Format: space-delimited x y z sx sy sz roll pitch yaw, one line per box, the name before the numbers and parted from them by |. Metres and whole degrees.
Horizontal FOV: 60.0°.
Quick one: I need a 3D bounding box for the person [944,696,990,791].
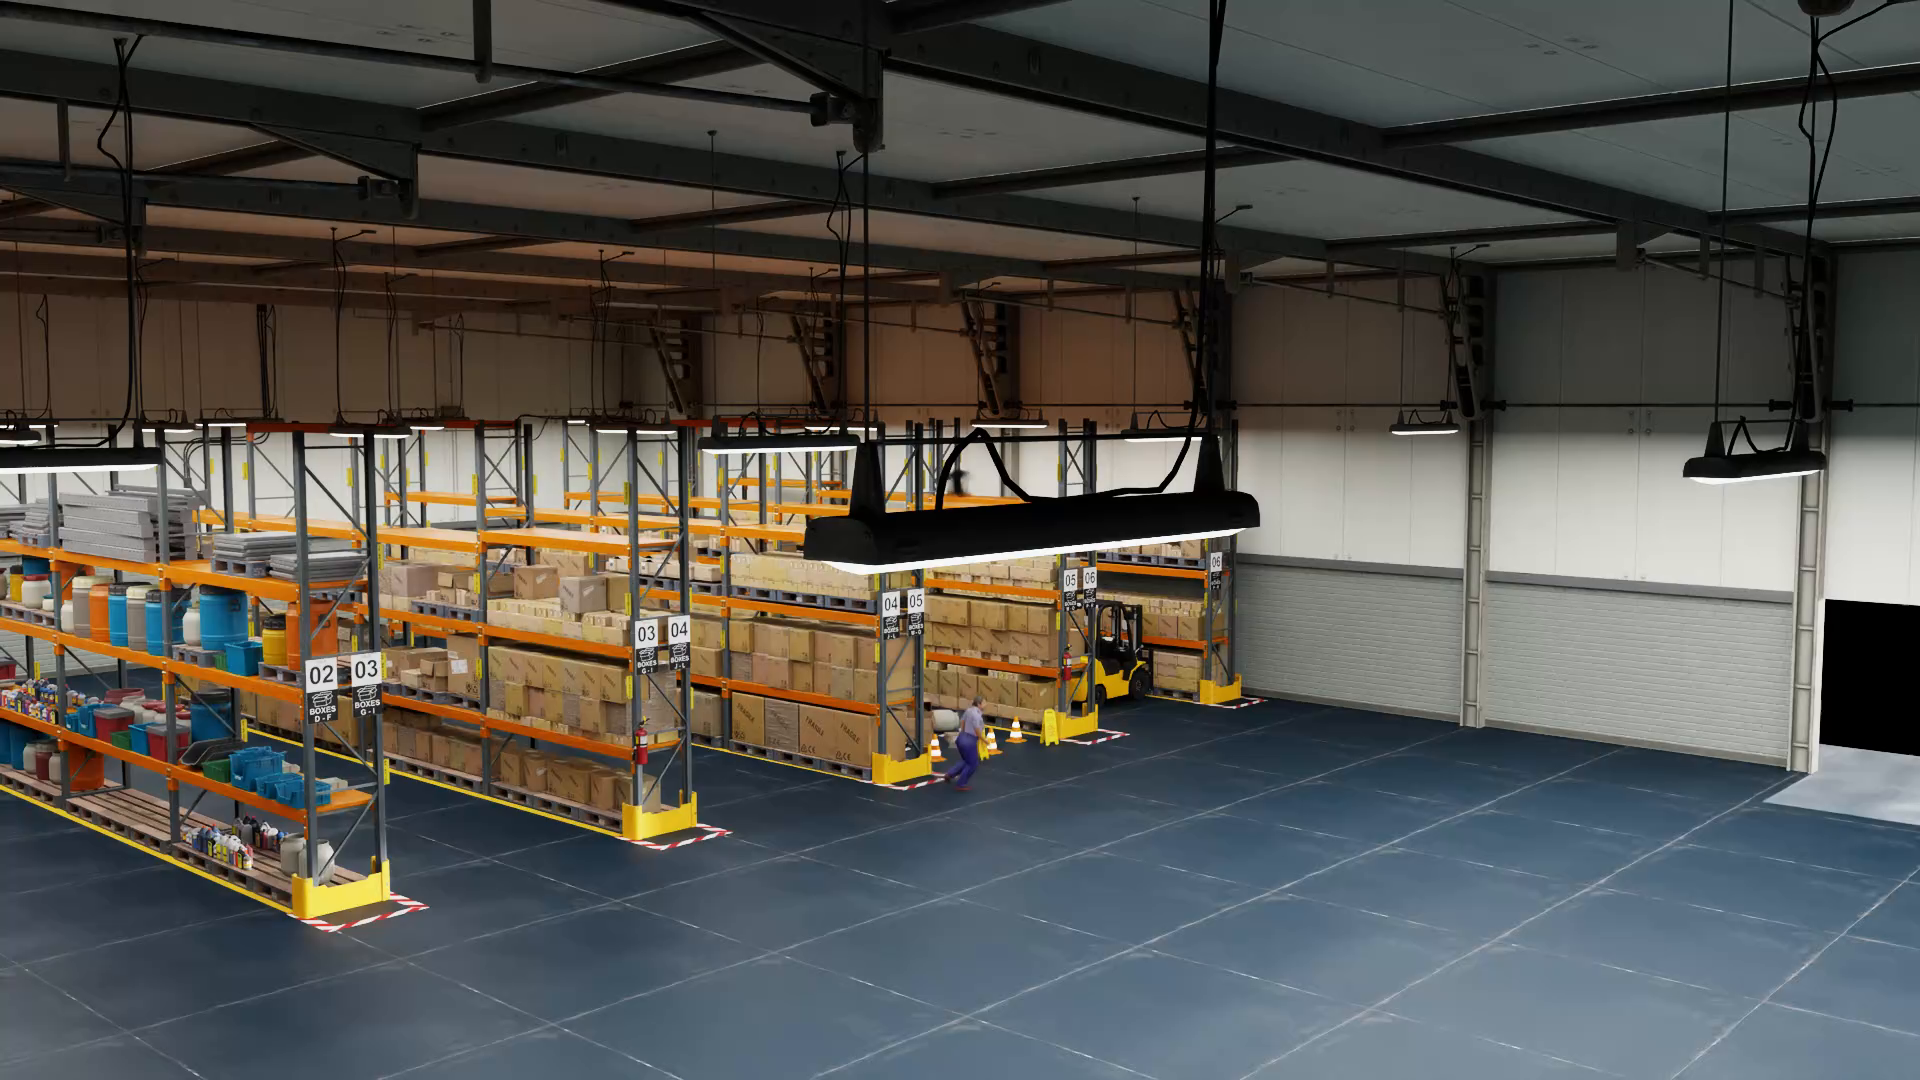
person | 0.114 3.334 27.226 0.723 1.551 0.587 -2 5 -18
